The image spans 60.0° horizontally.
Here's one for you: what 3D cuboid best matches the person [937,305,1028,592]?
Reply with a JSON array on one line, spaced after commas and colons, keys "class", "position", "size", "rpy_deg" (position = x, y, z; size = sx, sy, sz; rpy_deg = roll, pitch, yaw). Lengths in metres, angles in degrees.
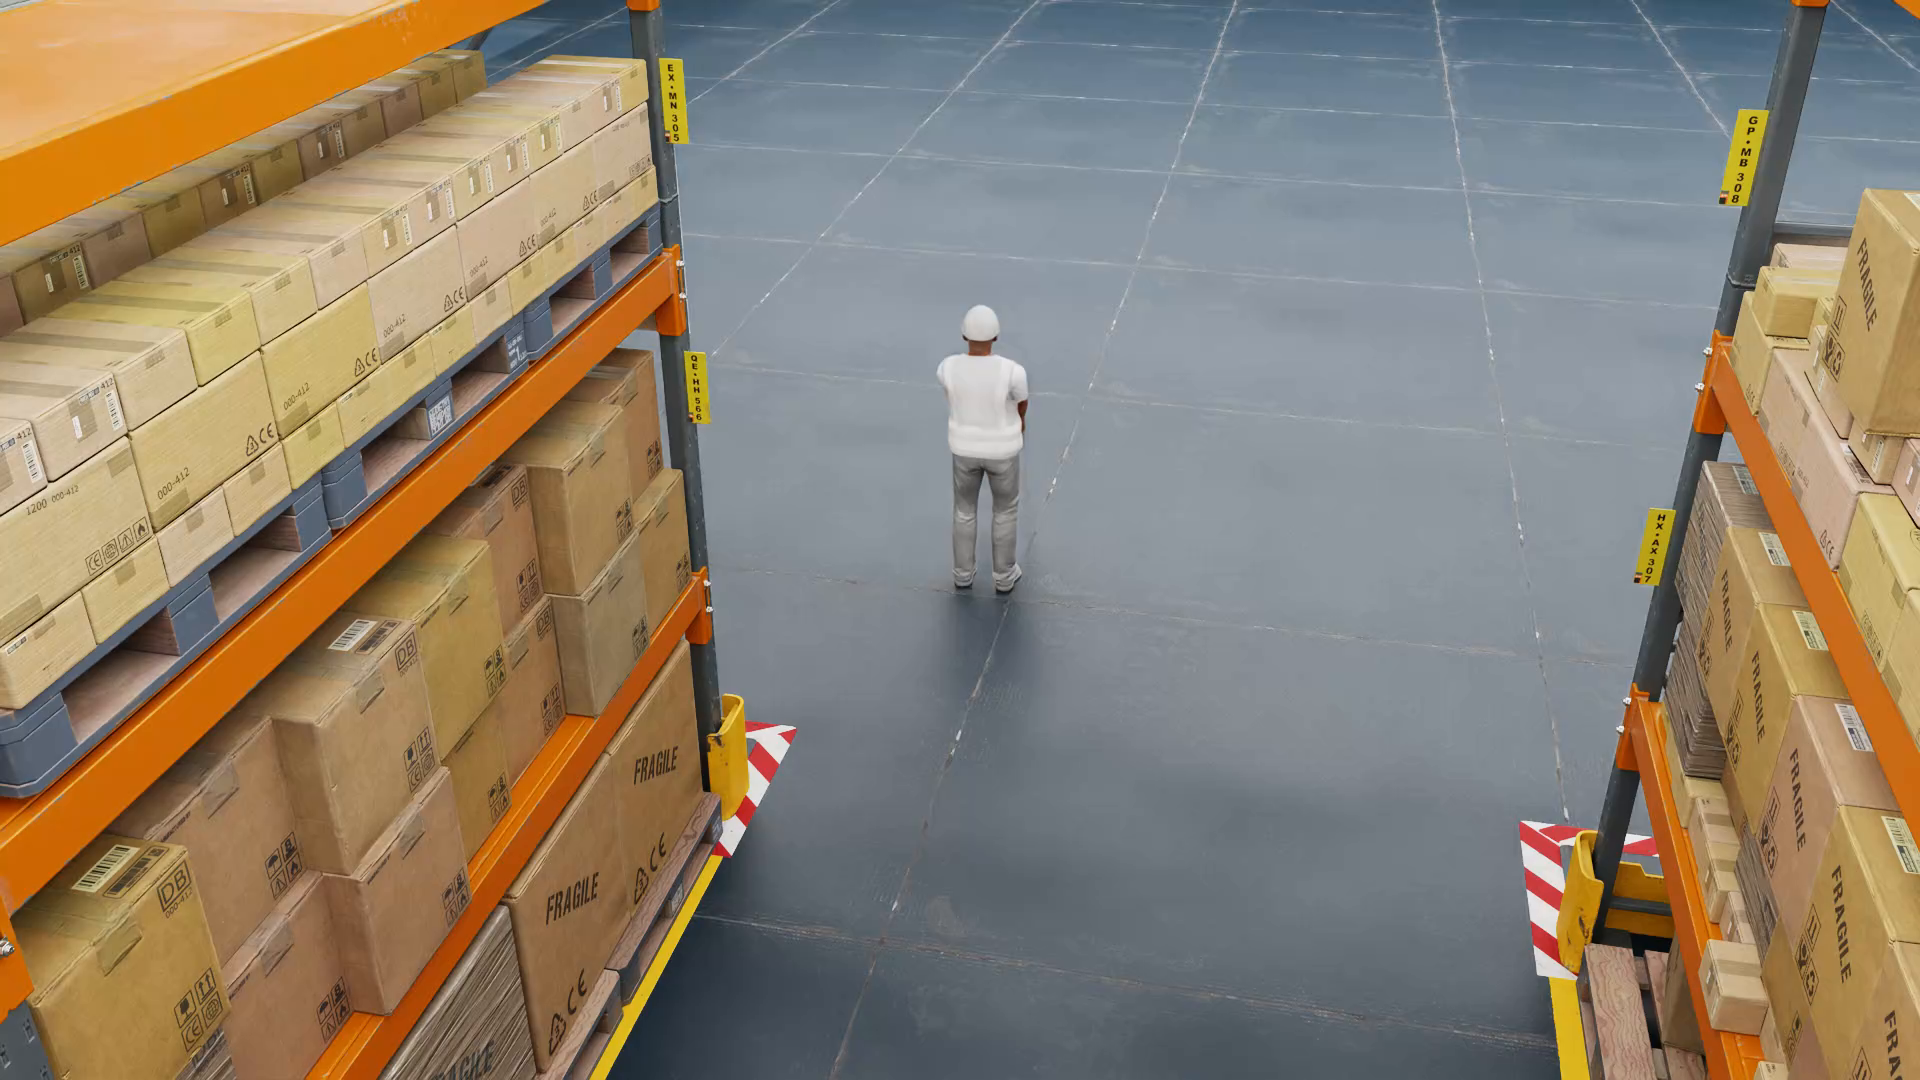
[{"class": "person", "position": [0.155, -0.573, 9.650], "size": [0.504, 1.761, 0.581], "rpy_deg": [6, 29, 11]}]
